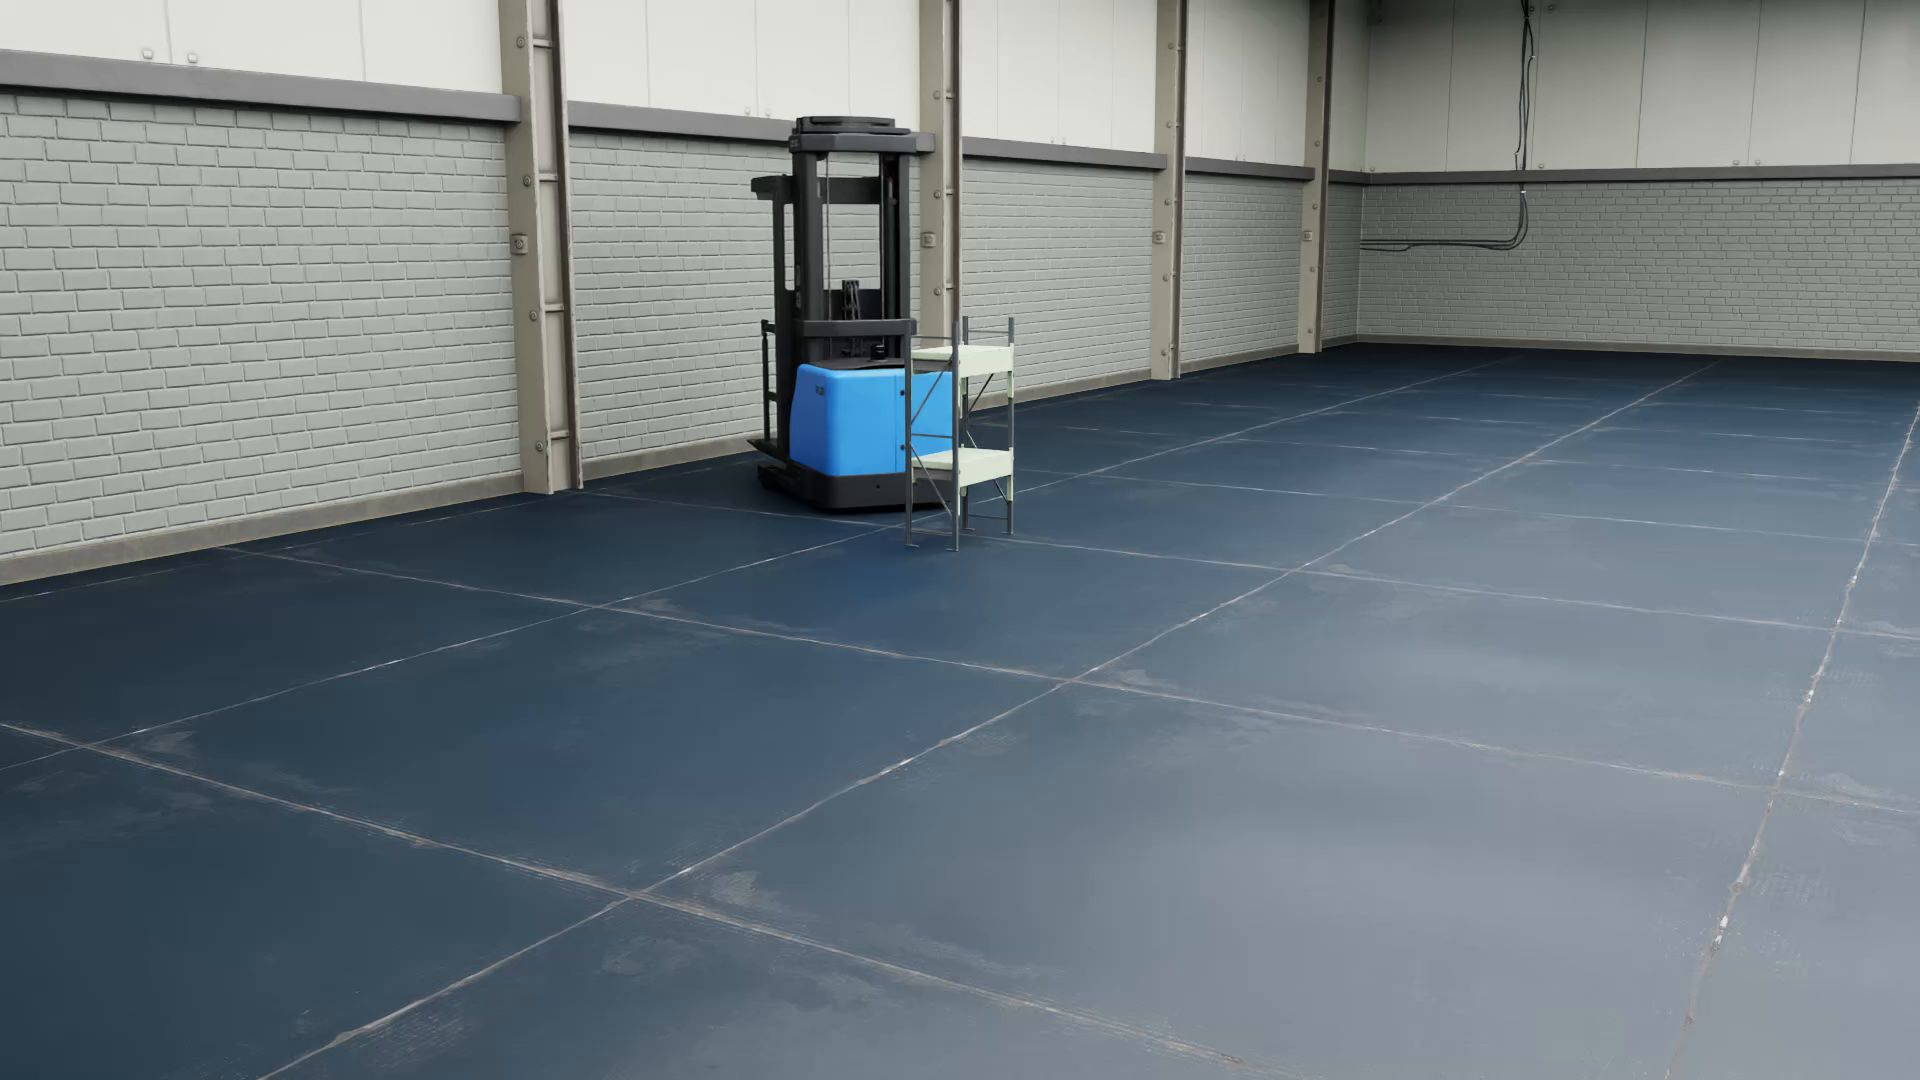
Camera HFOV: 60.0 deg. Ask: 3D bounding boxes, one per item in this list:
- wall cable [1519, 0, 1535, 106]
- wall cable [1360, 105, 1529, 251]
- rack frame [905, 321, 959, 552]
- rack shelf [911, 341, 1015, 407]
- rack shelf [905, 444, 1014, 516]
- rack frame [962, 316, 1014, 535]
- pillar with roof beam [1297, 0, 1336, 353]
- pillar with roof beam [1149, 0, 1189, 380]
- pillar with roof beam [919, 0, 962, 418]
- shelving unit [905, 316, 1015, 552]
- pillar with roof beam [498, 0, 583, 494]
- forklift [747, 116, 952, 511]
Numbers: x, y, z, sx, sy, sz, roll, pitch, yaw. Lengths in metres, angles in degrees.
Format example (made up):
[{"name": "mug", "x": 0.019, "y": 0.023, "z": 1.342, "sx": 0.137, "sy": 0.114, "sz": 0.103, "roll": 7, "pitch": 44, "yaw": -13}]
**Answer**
[{"name": "wall cable", "x": 10.995, "y": -8.700, "z": 28.099, "sx": 3.097, "sy": 2.526, "sz": 0.112, "roll": 6, "pitch": 12, "yaw": 31}, {"name": "wall cable", "x": 8.683, "y": -6.476, "z": 29.944, "sx": 3.097, "sy": 2.526, "sz": 0.112, "roll": 6, "pitch": 12, "yaw": 31}, {"name": "rack frame", "x": -0.187, "y": -0.681, "z": 10.929, "sx": 0.400, "sy": 1.500, "sz": 0.023, "roll": 6, "pitch": 12, "yaw": 31}, {"name": "rack shelf", "x": 0.003, "y": -1.122, "z": 11.164, "sx": 0.431, "sy": 0.370, "sz": 0.720, "roll": 6, "pitch": 12, "yaw": 31}, {"name": "rack shelf", "x": 0.003, "y": -0.418, "z": 11.296, "sx": 0.431, "sy": 0.370, "sz": 0.720, "roll": 6, "pitch": 12, "yaw": 31}, {"name": "rack frame", "x": 0.193, "y": -0.796, "z": 11.544, "sx": 0.400, "sy": 1.500, "sz": 0.023, "roll": 6, "pitch": 12, "yaw": 31}, {"name": "pillar with roof beam", "x": 9.703, "y": -7.254, "z": 25.661, "sx": 9.100, "sy": 9.000, "sz": 0.400, "roll": 6, "pitch": 12, "yaw": 31}, {"name": "pillar with roof beam", "x": 6.588, "y": -6.310, "z": 20.621, "sx": 9.100, "sy": 9.000, "sz": 0.400, "roll": 6, "pitch": 12, "yaw": 31}, {"name": "pillar with roof beam", "x": 3.473, "y": -5.367, "z": 15.580, "sx": 9.100, "sy": 9.000, "sz": 0.400, "roll": 6, "pitch": 12, "yaw": 31}, {"name": "shelving unit", "x": 0.003, "y": -0.738, "z": 11.236, "sx": 0.431, "sy": 1.500, "sz": 0.755, "roll": 6, "pitch": 12, "yaw": 31}, {"name": "pillar with roof beam", "x": 0.357, "y": -4.423, "z": 10.540, "sx": 9.100, "sy": 9.000, "sz": 0.400, "roll": 6, "pitch": 12, "yaw": 31}, {"name": "forklift", "x": -1.037, "y": -1.891, "z": 13.502, "sx": 1.130, "sy": 2.935, "sz": 3.031, "roll": -4, "pitch": 11, "yaw": -22}]
